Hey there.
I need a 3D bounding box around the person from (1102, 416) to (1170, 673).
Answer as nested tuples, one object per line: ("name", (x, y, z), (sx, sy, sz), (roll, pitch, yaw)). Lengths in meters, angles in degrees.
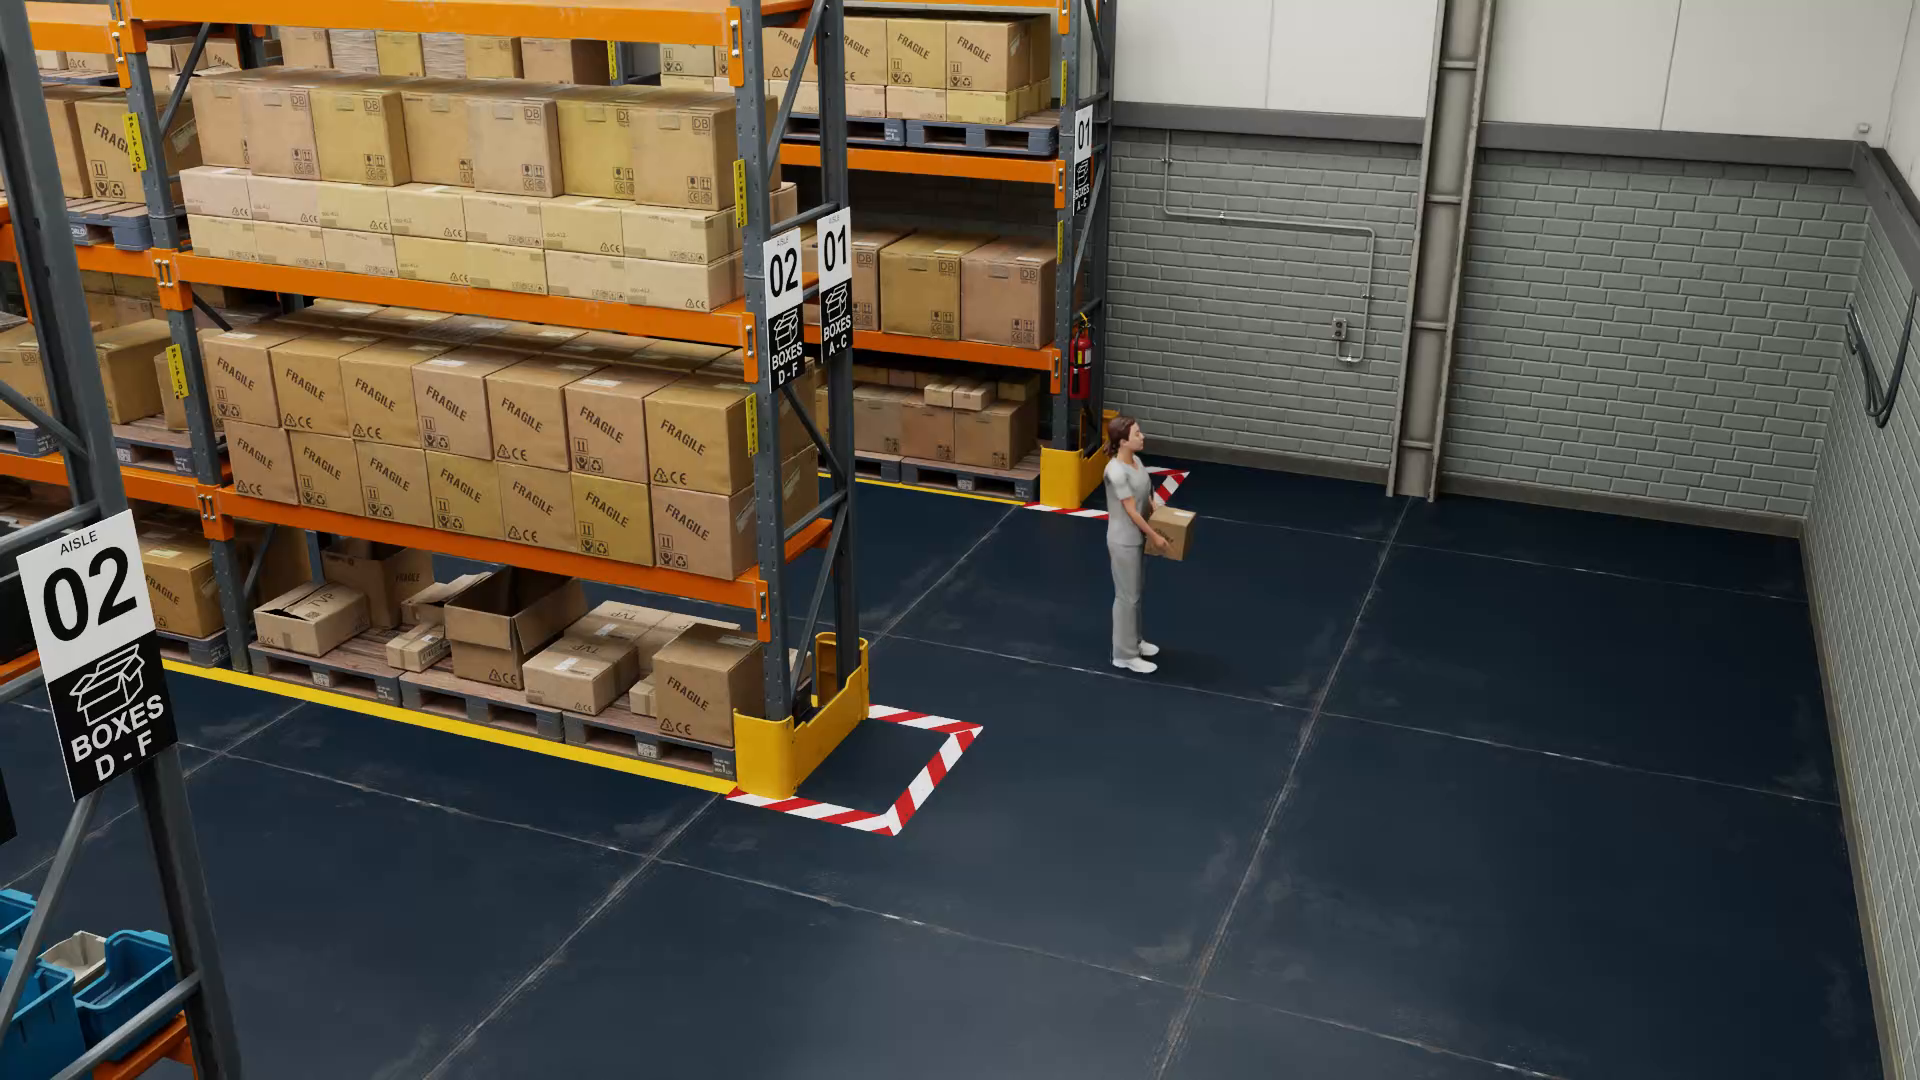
("person", (1.155, 0.006, 10.894), (0.525, 1.677, 0.467), (9, 24, 20))
